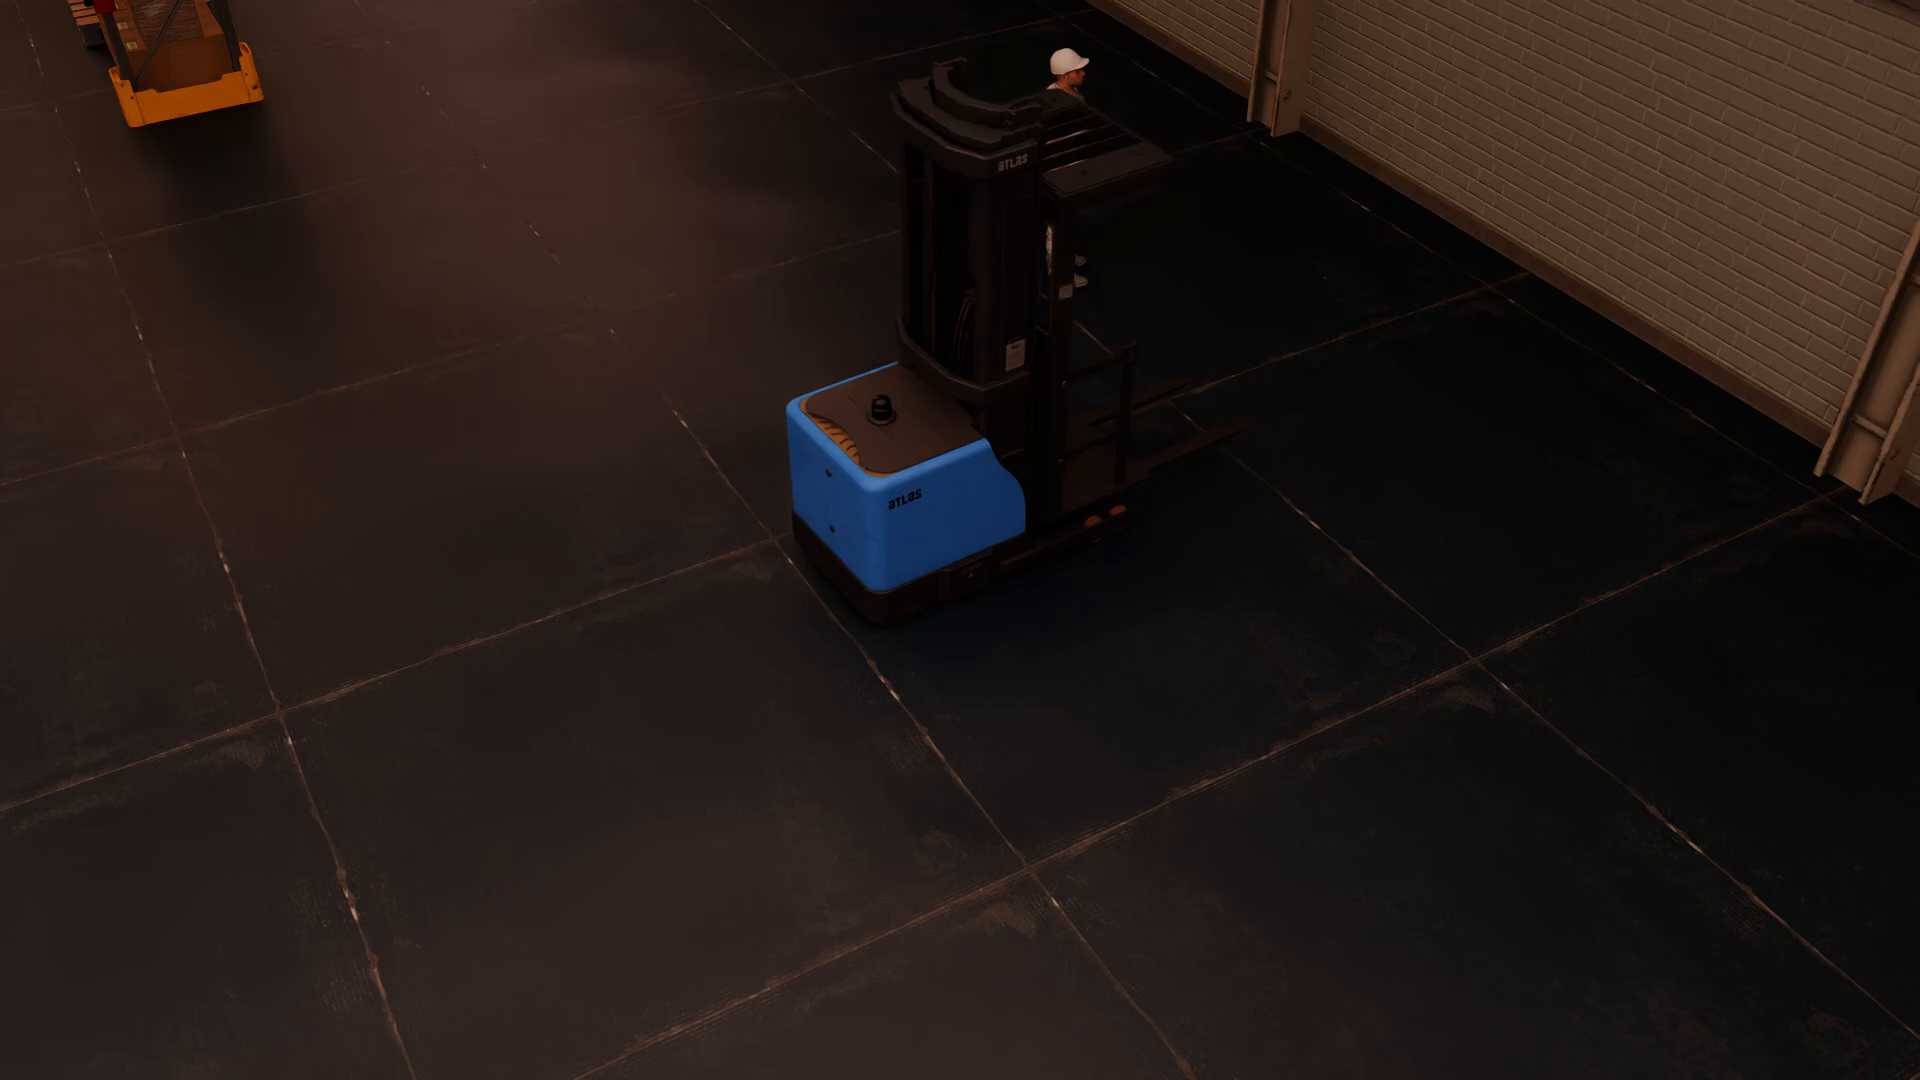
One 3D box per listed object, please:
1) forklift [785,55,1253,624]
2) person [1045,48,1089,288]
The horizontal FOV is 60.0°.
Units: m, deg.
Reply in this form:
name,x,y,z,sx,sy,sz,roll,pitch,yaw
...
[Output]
name,x,y,z,sx,sy,sz,roll,pitch,yaw
forklift,0.483,-1.372,9.690,3.031,2.935,1.130,-23,45,-25
person,0.803,-2.754,12.252,0.375,1.794,0.535,3,40,3
